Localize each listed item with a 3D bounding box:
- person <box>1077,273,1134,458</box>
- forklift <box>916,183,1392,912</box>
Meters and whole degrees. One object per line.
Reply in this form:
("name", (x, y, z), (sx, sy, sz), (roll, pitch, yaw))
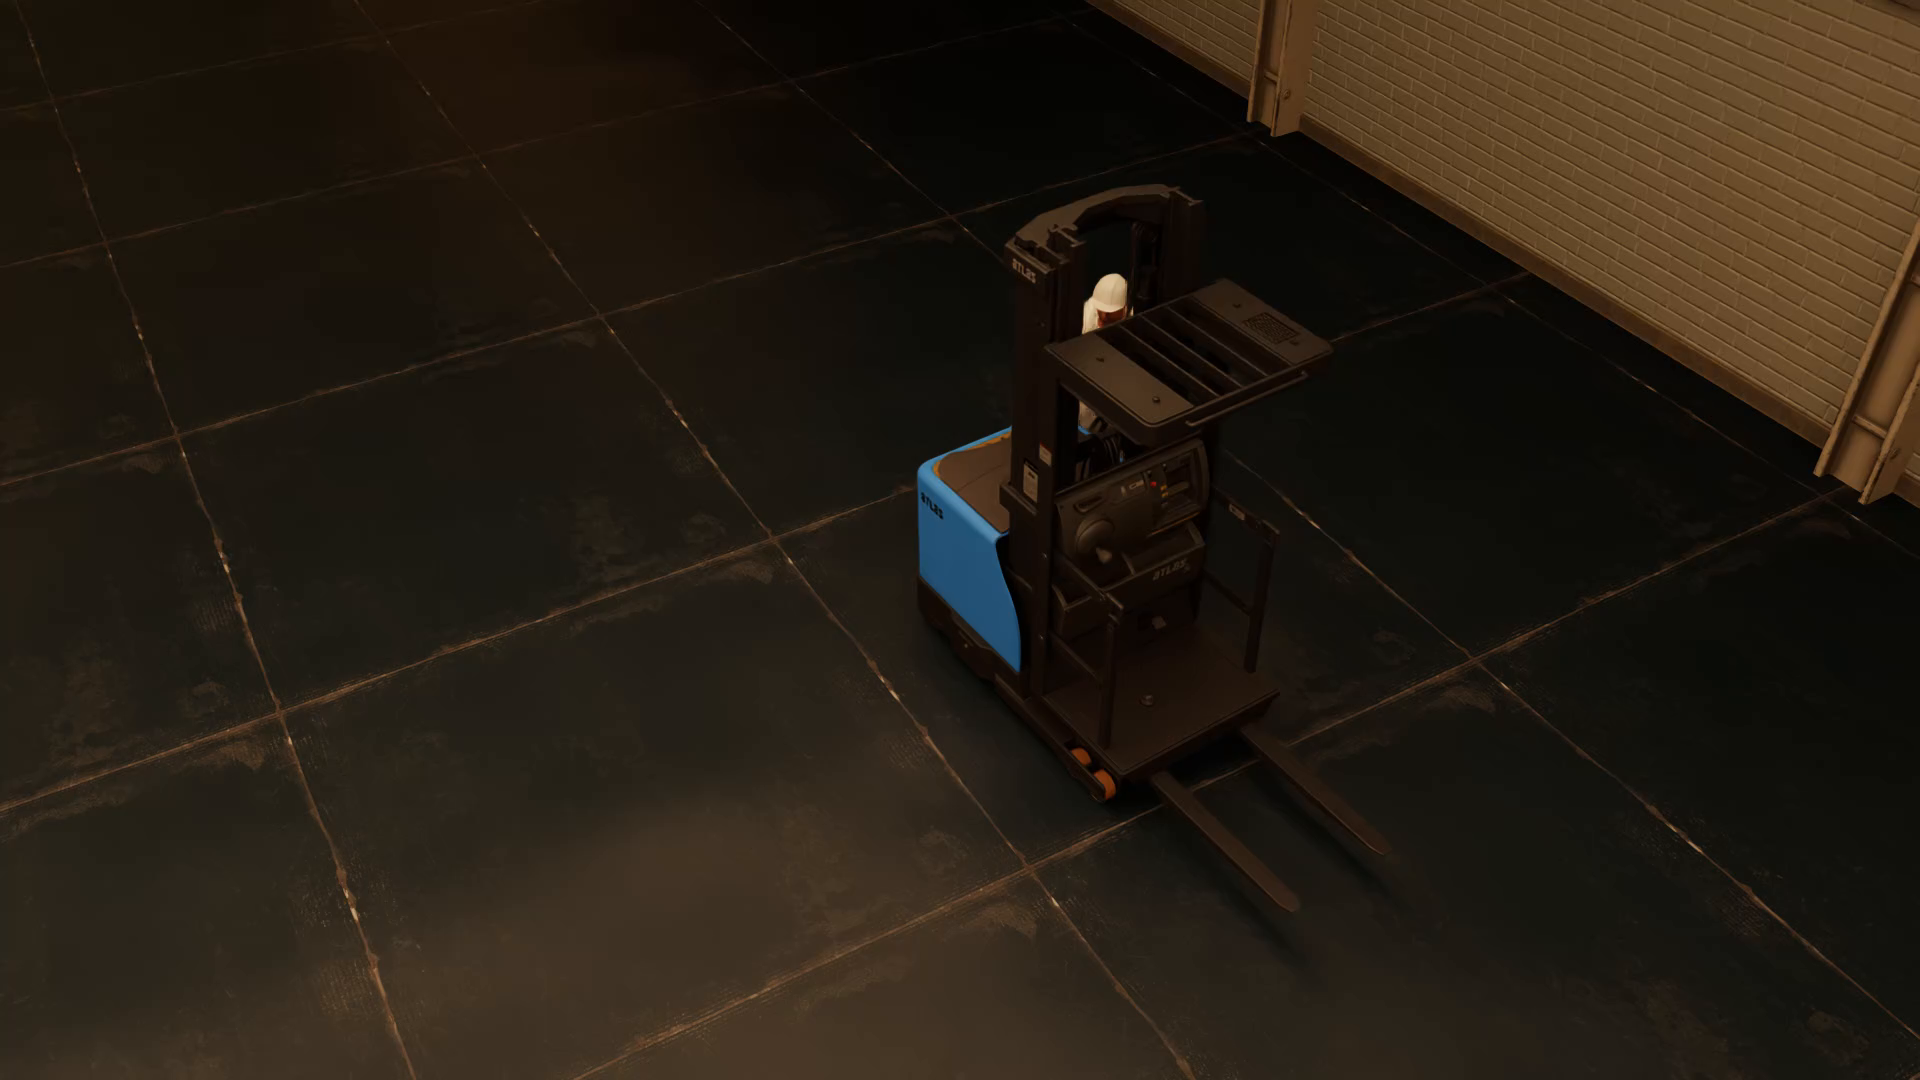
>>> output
("person", (0.906, -0.853, 9.996), (0.877, 1.746, 0.440), (33, 50, 33))
("forklift", (0.992, -0.115, 8.175), (1.130, 2.935, 3.031), (-24, 45, -26))
